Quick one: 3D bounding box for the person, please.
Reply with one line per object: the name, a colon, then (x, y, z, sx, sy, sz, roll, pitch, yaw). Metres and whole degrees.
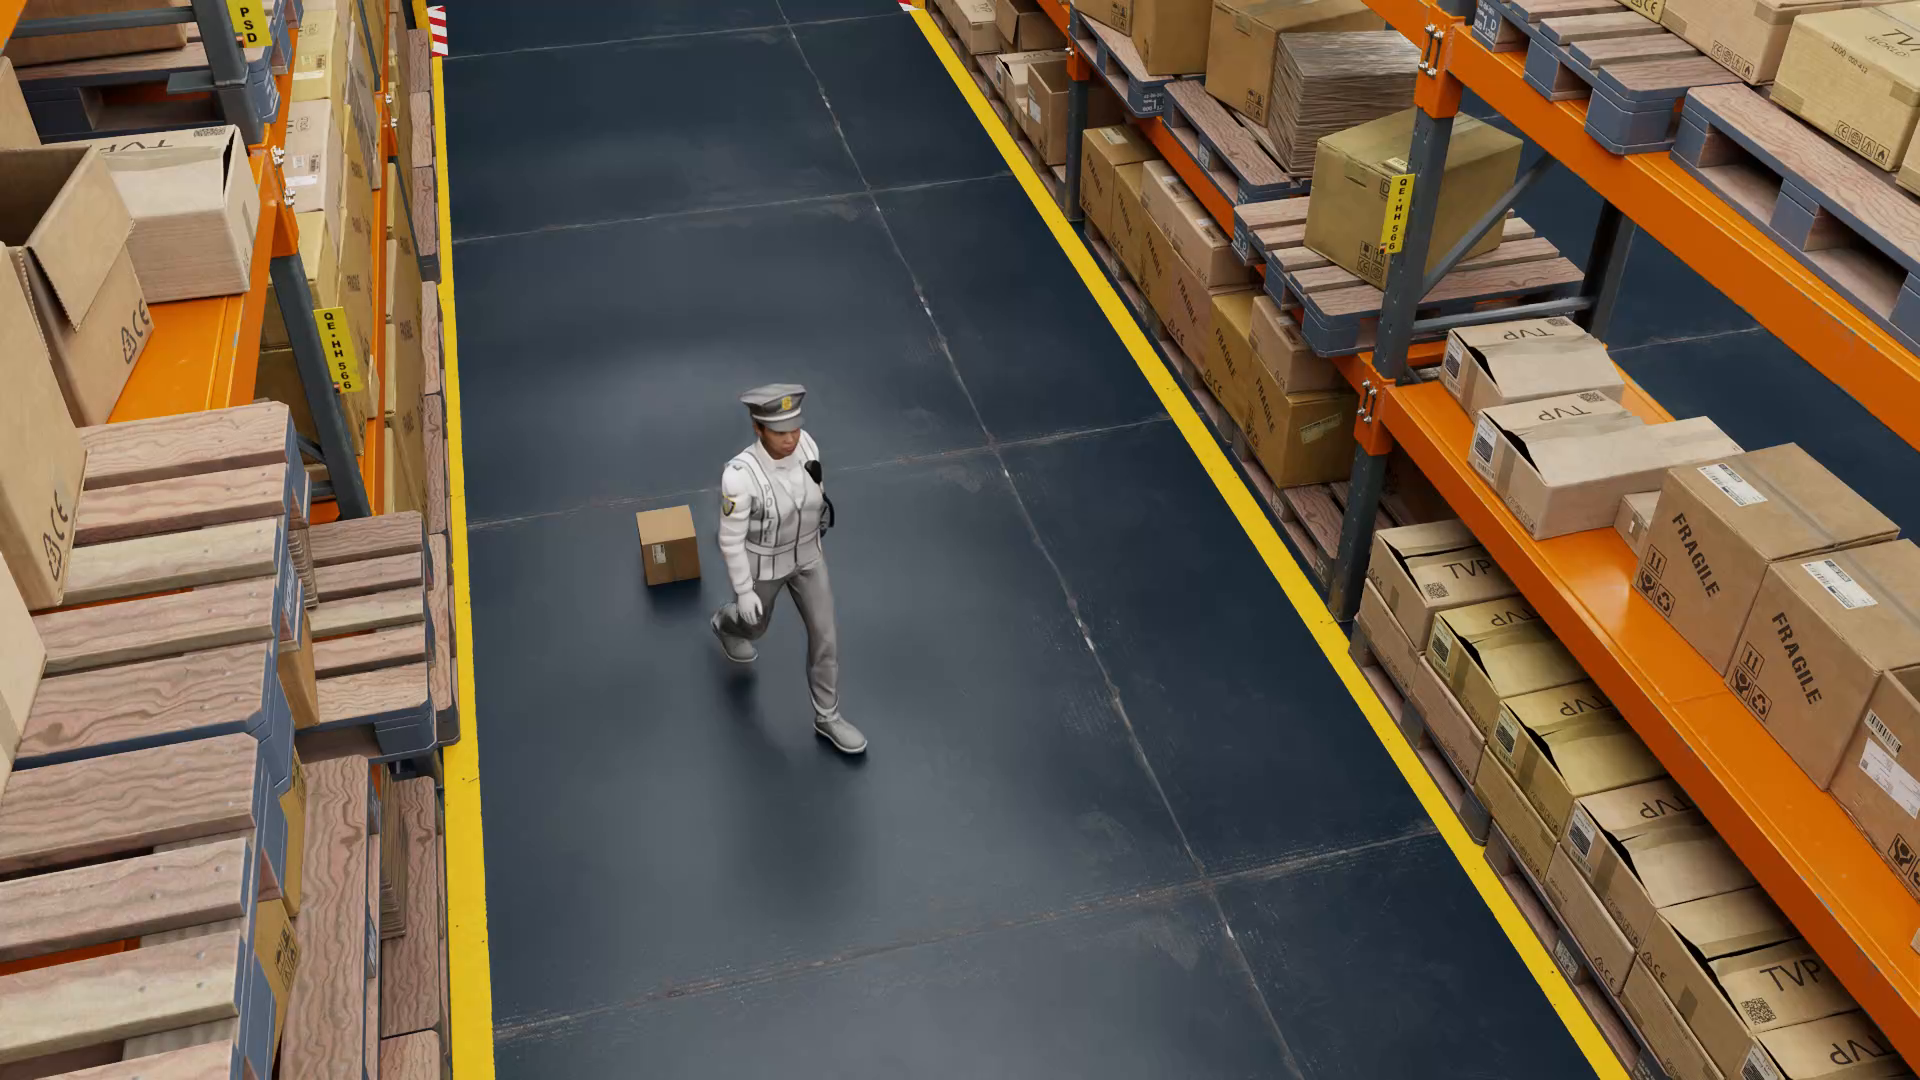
person: (-0.755, 0.049, 6.630, 0.503, 1.640, 0.960, -26, 45, -29)
